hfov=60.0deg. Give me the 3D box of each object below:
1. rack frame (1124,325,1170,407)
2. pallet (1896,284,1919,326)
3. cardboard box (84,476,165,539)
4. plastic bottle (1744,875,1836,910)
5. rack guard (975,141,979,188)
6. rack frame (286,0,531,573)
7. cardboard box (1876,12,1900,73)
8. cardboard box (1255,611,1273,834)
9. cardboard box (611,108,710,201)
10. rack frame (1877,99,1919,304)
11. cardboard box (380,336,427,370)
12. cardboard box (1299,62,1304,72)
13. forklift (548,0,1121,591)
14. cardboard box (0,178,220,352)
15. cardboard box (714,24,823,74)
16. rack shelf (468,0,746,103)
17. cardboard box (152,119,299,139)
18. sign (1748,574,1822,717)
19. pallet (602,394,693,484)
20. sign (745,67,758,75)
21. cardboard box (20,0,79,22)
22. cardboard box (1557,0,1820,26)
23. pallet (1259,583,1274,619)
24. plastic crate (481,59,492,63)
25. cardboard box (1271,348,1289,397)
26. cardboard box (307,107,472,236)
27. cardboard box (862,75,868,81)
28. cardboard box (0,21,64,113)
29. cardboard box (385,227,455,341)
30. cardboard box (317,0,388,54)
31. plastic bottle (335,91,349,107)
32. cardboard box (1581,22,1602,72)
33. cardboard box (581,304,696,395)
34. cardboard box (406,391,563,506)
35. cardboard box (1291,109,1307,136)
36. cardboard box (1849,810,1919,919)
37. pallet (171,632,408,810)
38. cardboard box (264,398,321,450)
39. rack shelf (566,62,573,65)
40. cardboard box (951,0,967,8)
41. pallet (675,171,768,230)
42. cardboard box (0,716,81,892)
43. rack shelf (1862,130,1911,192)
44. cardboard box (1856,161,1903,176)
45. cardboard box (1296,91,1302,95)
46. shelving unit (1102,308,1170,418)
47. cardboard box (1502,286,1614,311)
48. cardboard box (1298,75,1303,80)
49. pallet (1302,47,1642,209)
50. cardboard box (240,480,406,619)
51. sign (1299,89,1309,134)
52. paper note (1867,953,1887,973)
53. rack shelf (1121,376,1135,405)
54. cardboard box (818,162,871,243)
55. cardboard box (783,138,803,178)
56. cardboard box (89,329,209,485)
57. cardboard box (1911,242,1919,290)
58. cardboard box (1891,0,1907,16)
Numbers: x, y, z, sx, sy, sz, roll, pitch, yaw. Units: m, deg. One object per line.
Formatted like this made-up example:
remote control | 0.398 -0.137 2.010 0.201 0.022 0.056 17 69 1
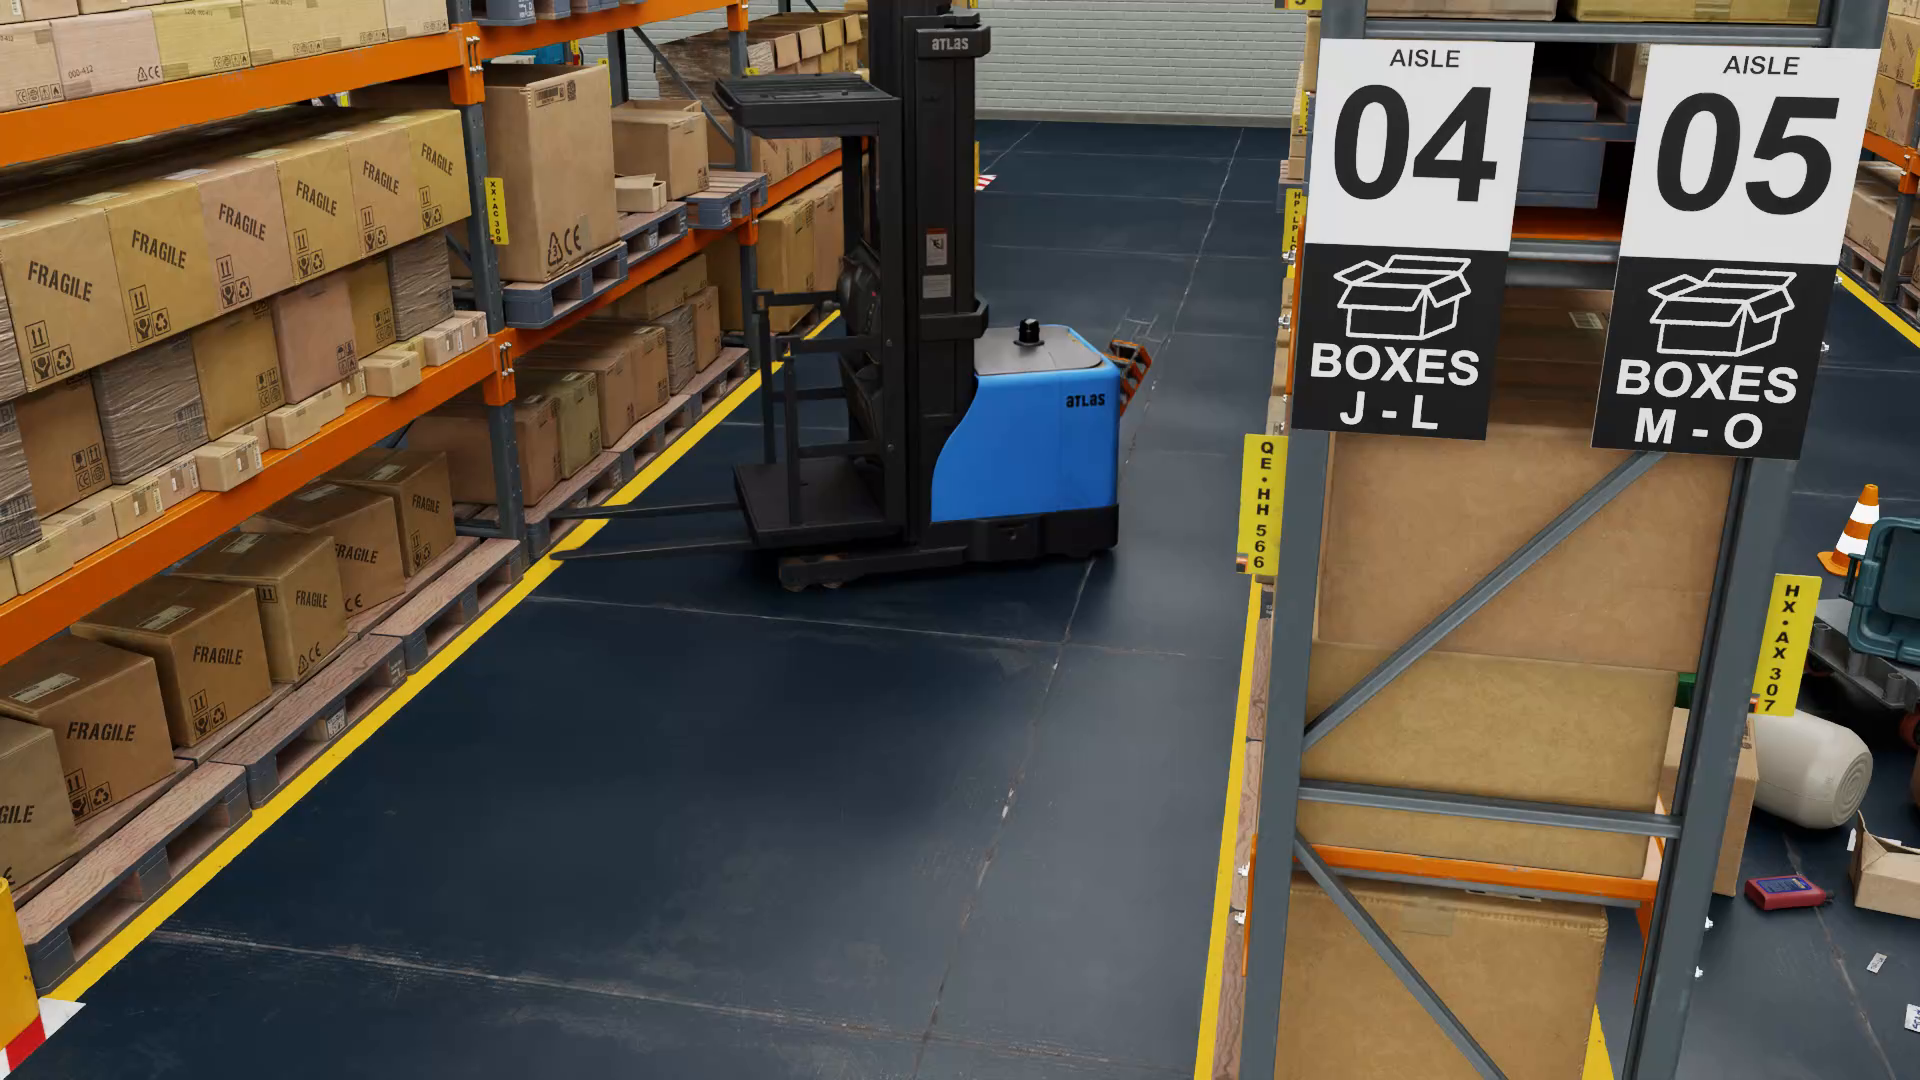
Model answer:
rack frame | 0.938 -0.846 10.379 0.240 0.006 1.200 18 69 37
pallet | 8.427 -1.848 13.660 1.003 0.211 1.213 4 22 11
cardboard box | -3.124 -0.130 5.998 0.380 0.149 0.250 4 22 11
plastic bottle | 3.037 1.286 6.079 0.283 0.061 0.133 -3 22 -8
rack guard | -0.370 -4.497 19.851 1.175 0.500 0.348 4 22 11
rack frame | -2.823 -1.259 8.465 1.000 3.000 0.127 4 22 11
cardboard box | 8.543 -4.505 15.053 0.500 0.500 0.500 5 22 12
cardboard box | 1.447 0.834 5.549 0.875 0.875 0.875 4 22 10
cardboard box | -2.094 -2.551 10.977 0.700 0.500 0.500 8 23 19
rack frame | 8.511 -3.430 13.854 1.000 3.000 0.127 4 22 11
cardboard box | -2.750 -0.864 7.821 0.380 0.149 0.250 4 22 11
cardboard box | 3.113 -4.015 14.286 0.380 0.149 0.250 6 23 14
forklift | -0.708 -1.310 8.683 3.031 2.935 1.130 -5 23 -13
cardboard box | -3.051 -0.990 5.927 0.500 0.500 0.500 4 22 11
cardboard box | -1.576 -3.984 13.754 0.797 0.503 0.637 5 23 13
rack shelf | -2.415 -3.049 9.856 1.077 0.370 4.000 4 22 11
cardboard box | -3.265 -1.579 7.390 0.500 0.500 0.500 4 22 11
sign | 1.738 0.225 3.516 0.100 0.325 0.005 4 22 11
pallet | -2.419 -0.698 10.805 1.003 0.211 1.213 4 22 11
sign | -1.474 -3.185 11.802 0.100 0.325 0.005 4 22 11
cardboard box | -3.100 -1.758 5.356 0.380 0.149 0.250 4 22 11
cardboard box | 1.545 -1.239 3.507 0.500 0.250 0.500 4 22 11
pallet | 2.095 0.161 8.671 1.003 0.211 1.213 4 22 11
plastic crate | -5.392 -5.205 18.407 0.416 0.233 0.300 4 22 11
cardboard box | 2.251 -0.582 9.233 1.050 0.750 0.750 4 22 11
cardboard box | -2.646 -1.722 7.744 0.500 0.500 0.500 4 22 11
cardboard box | -1.127 -3.859 14.787 0.500 0.500 0.500 5 23 13
cardboard box | -3.189 -1.464 5.159 0.500 0.250 0.500 4 22 10
cardboard box | -2.976 -1.284 7.994 0.875 0.500 0.500 4 22 11
cardboard box | -2.778 -2.204 6.997 0.500 0.250 0.500 5 22 12
plastic bottle | -5.907 -4.179 15.780 0.144 0.351 0.185 4 22 11
cardboard box | 1.682 -1.183 3.902 0.380 0.149 0.250 5 22 11
cardboard box | -2.225 -1.316 11.364 0.700 0.500 0.500 3 22 6
cardboard box | -2.677 -0.527 9.404 0.700 0.500 0.500 3 22 7
cardboard box | 2.479 -2.876 11.456 0.380 0.149 0.250 4 22 9
cardboard box | 3.464 1.193 6.036 0.396 0.266 0.258 8 23 20
pallet | -3.173 0.730 7.259 1.003 0.211 1.213 4 22 11
cardboard box | -2.900 -0.494 6.902 0.380 0.149 0.250 4 22 11
rack shelf | -5.632 -4.960 18.618 1.077 0.370 4.000 4 22 11
cardboard box | -0.217 -5.866 18.703 0.500 0.500 0.500 5 22 12
pallet | -2.048 -2.365 11.466 1.213 0.211 1.003 4 22 11
cardboard box | -3.496 0.941 5.786 0.500 0.500 0.500 9 24 21
rack shelf | 8.919 -3.827 15.805 1.077 0.370 4.000 4 22 11
cardboard box | 9.290 -3.650 17.269 0.875 0.438 0.875 4 22 9
cardboard box | 2.692 -3.249 12.383 0.380 0.149 0.250 4 22 11
shelving unit | 0.898 -0.893 10.311 0.258 0.189 1.200 18 69 37
cardboard box | 1.578 -0.487 4.902 0.875 0.550 0.550 4 22 11
cardboard box | 2.903 -3.635 13.341 0.380 0.149 0.250 4 22 10
pallet | 1.337 -1.004 3.934 1.003 0.211 1.213 4 22 11
cardboard box | -3.054 0.059 7.977 0.500 0.500 0.500 12 25 28
sign | 2.295 -2.845 10.960 0.100 0.325 0.005 4 22 11
paper note | 3.157 1.455 5.726 0.032 0.001 0.123 18 28 38
rack shelf | 0.935 -0.955 10.332 0.258 0.180 0.103 18 69 37
cardboard box | -1.483 -2.832 14.652 1.225 0.875 0.875 4 22 9
cardboard box | -1.539 -3.114 12.938 0.500 0.500 0.500 4 22 9
cardboard box | -3.372 -0.551 6.176 0.875 0.500 0.500 4 22 11
cardboard box | 8.462 -2.406 13.595 0.875 0.875 0.875 5 23 13
cardboard box | 8.532 -4.745 14.778 0.380 0.149 0.250 4 22 11
